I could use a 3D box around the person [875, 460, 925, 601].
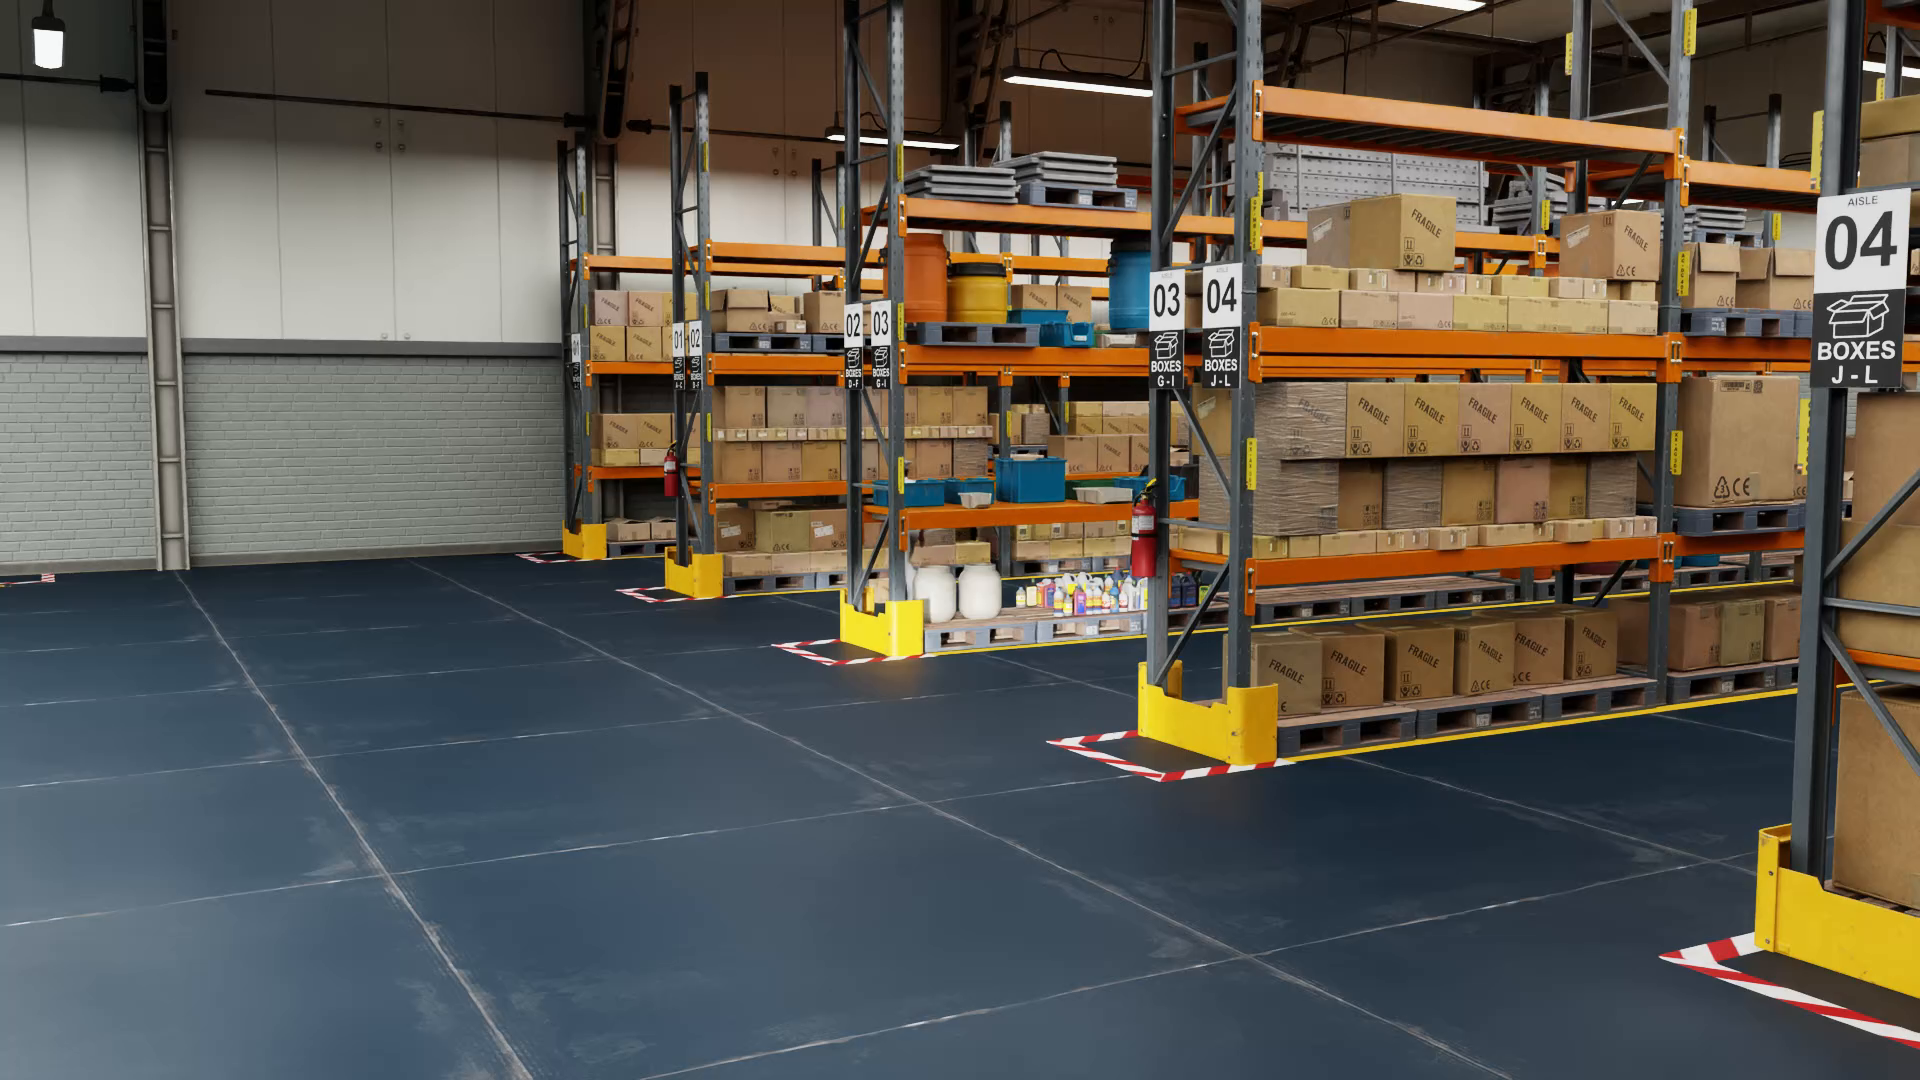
[{"bbox_3d":[-0.666,-0.079,18.436,0.907,1.619,0.606,5,7,42],"label":"person"}]
